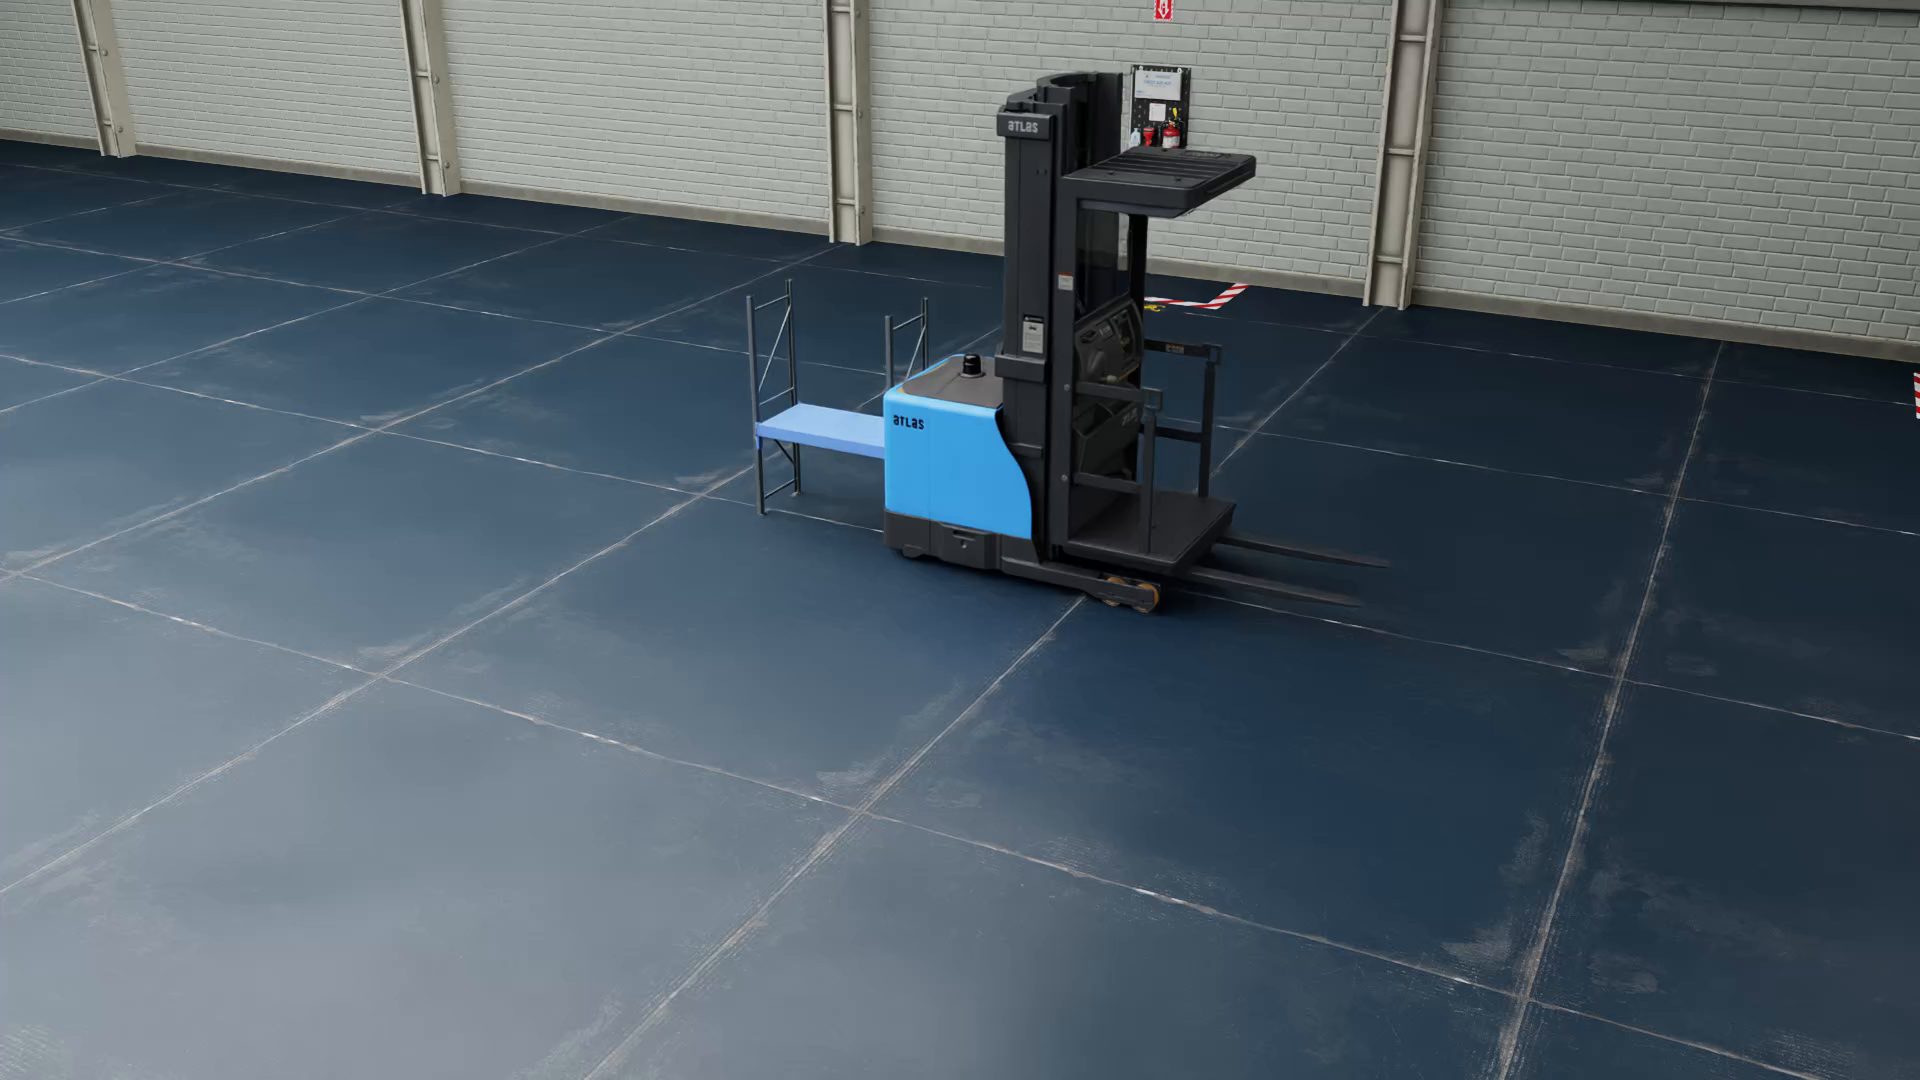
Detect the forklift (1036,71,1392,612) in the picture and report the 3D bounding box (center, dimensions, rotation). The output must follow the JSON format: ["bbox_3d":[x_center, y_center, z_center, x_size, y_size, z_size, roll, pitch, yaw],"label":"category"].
[{"bbox_3d":[1.061,-1.161,9.734,3.031,2.935,1.121,12,26,25],"label":"forklift"}]

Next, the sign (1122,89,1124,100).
[{"bbox_3d":[1.505,-4.508,16.795,0.331,0.109,0.001,11,25,25],"label":"sign"}]

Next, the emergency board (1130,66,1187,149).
[{"bbox_3d":[1.954,-4.117,16.598,0.636,1.158,0.192,11,25,25],"label":"emergency board"}]

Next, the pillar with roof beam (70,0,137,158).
[{"bbox_3d":[-13.866,-8.104,18.307,0.400,9.000,9.100,11,25,25],"label":"pillar with roof beam"}]

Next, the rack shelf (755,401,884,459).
[{"bbox_3d":[-0.778,-0.683,10.899,1.000,0.185,0.538,12,26,25],"label":"rack shelf"}]

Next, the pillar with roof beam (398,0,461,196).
[{"bbox_3d":[-8.512,-7.044,15.816,0.400,9.000,9.100,11,25,25],"label":"pillar with roof beam"}]

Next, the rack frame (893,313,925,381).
[{"bbox_3d":[-0.328,-0.756,10.611,0.013,1.308,0.475,12,26,25],"label":"rack frame"}]

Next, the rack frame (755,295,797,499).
[{"bbox_3d":[-1.229,-0.940,11.044,0.013,1.308,0.475,12,26,25],"label":"rack frame"}]

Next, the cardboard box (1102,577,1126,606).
[{"bbox_3d":[0.910,0.303,9.837,0.160,0.156,0.130,11,25,24],"label":"cardboard box"}]

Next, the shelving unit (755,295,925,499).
[{"bbox_3d":[-0.778,-0.849,10.829,1.030,1.308,0.538,12,26,25],"label":"shelving unit"}]
